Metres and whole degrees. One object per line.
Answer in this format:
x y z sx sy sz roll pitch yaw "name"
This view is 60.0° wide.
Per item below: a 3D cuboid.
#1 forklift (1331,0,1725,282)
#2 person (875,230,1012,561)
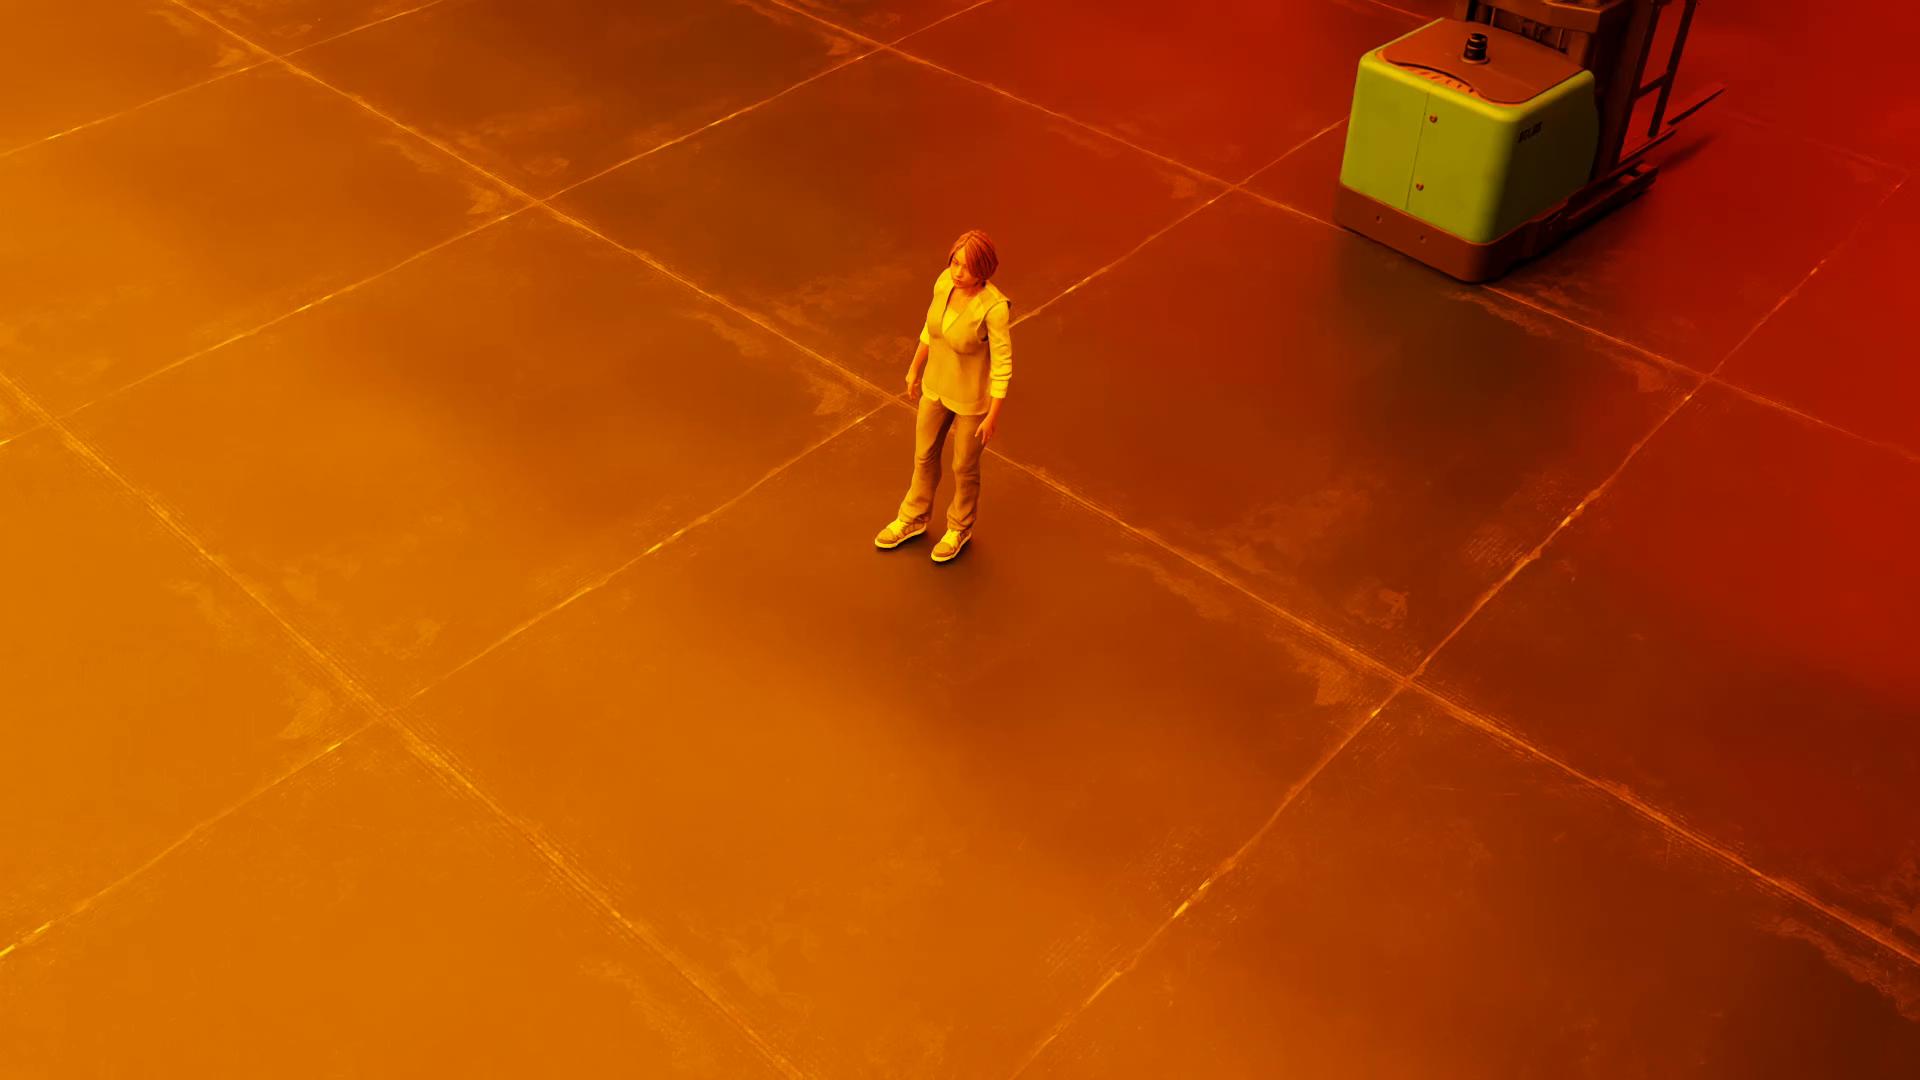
3.612 -3.378 9.366 3.031 2.935 1.130 -31 49 -31 "forklift"
-0.060 -0.583 7.121 0.520 1.597 0.475 31 49 31 "person"
